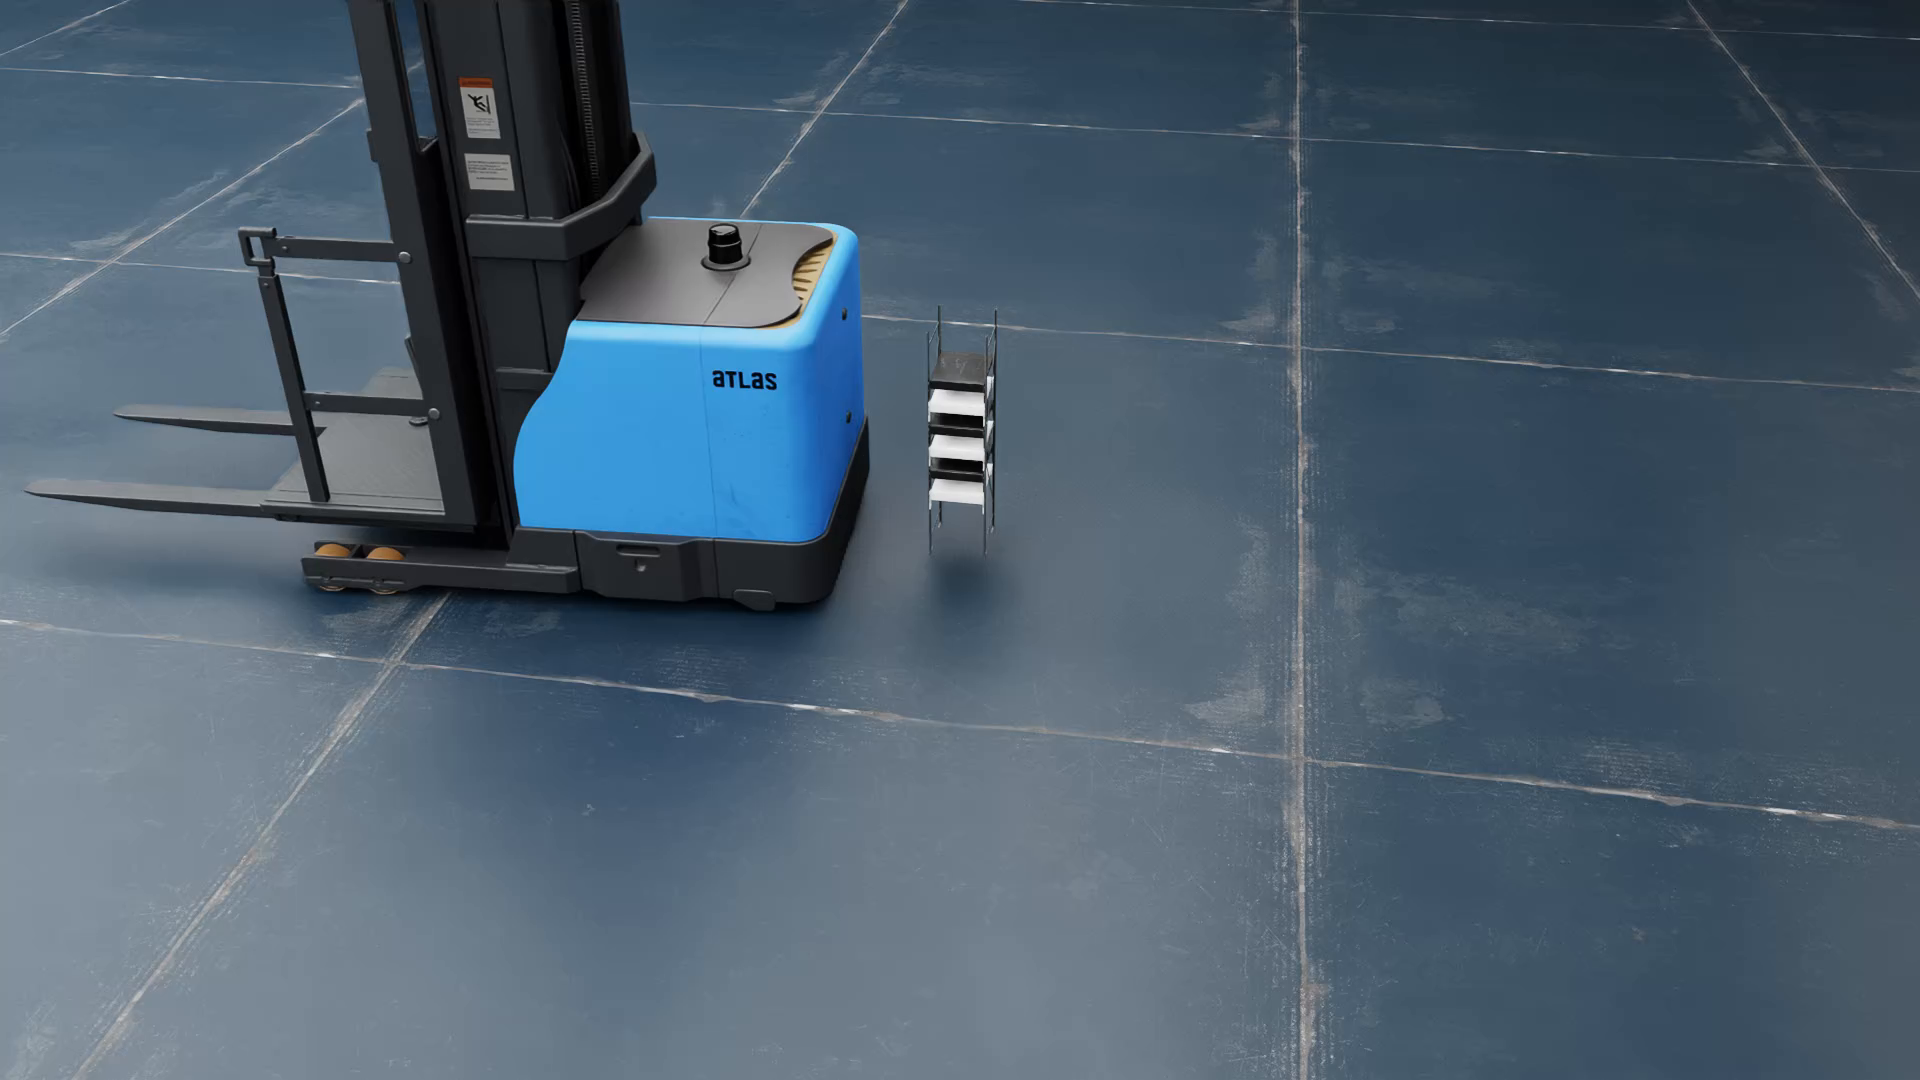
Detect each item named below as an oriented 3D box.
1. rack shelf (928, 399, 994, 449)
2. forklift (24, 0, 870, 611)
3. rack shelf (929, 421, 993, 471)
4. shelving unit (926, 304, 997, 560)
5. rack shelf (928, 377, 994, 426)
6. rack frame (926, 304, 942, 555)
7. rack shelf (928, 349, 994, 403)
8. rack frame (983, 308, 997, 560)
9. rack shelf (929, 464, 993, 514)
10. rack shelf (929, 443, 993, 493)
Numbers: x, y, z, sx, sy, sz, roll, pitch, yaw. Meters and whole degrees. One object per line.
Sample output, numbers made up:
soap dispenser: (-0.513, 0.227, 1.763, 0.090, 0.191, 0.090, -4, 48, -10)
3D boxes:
rack shelf: (0.008, -0.429, 5.980, 0.200, 0.077, 0.258, 5, 32, 8)
forklift: (-1.908, -1.322, 5.599, 3.031, 2.935, 1.130, 3, 32, 5)
rack shelf: (0.008, -0.352, 6.028, 0.200, 0.077, 0.258, 5, 32, 8)
shelving unit: (0.008, -0.381, 6.010, 0.210, 0.900, 0.258, 5, 32, 8)
rack shelf: (0.008, -0.505, 5.932, 0.200, 0.077, 0.258, 5, 32, 8)
rack frame: (-0.092, -0.390, 6.025, 0.006, 0.900, 0.240, 5, 32, 8)
rack shelf: (0.008, -0.581, 5.884, 0.200, 0.077, 0.258, 5, 32, 8)
rack frame: (0.108, -0.372, 5.996, 0.006, 0.900, 0.240, 5, 32, 8)
rack shelf: (0.008, -0.200, 6.123, 0.200, 0.077, 0.258, 5, 32, 8)
rack shelf: (0.008, -0.276, 6.076, 0.200, 0.077, 0.258, 5, 32, 8)
